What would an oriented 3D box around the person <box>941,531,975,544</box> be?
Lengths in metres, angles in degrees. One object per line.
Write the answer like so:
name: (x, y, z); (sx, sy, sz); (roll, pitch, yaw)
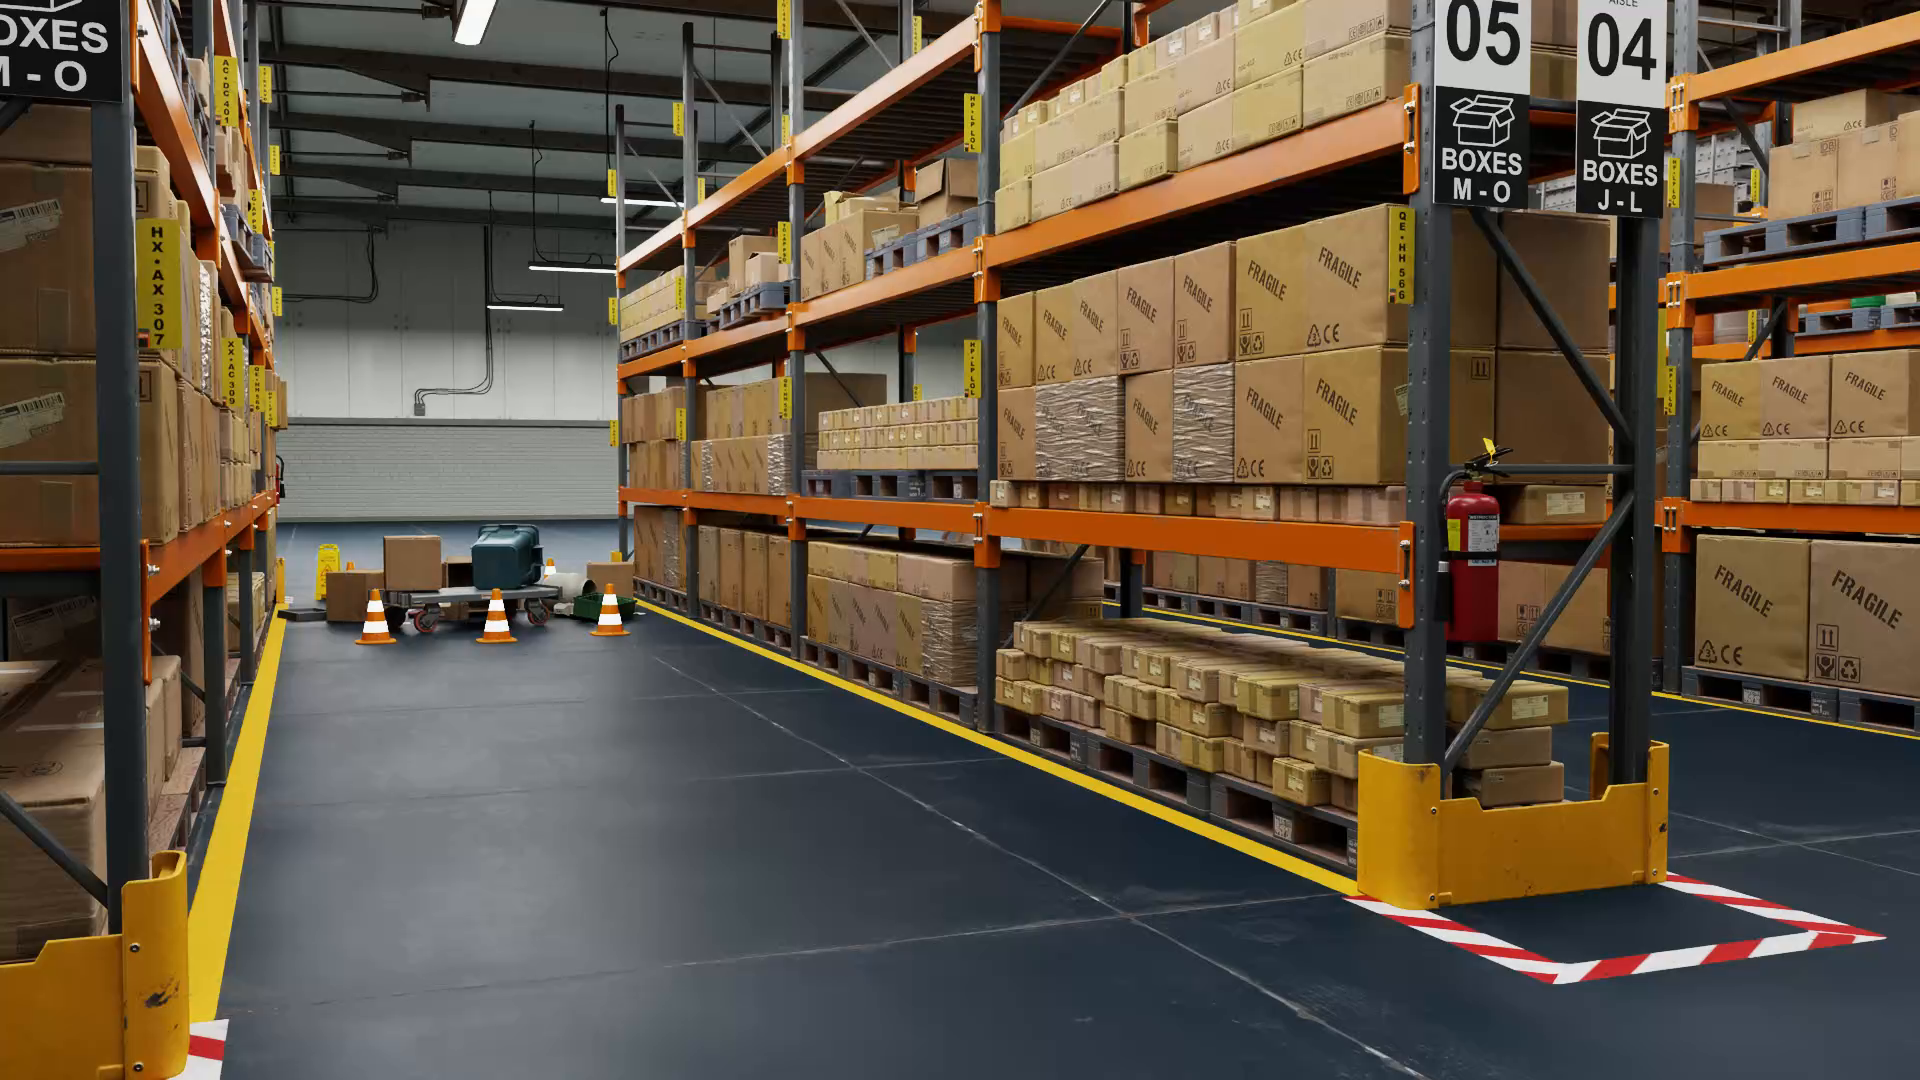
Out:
person: (-0.015, 0.052, 16.895); (0.533, 1.515, 0.483); (-1, 3, -21)
